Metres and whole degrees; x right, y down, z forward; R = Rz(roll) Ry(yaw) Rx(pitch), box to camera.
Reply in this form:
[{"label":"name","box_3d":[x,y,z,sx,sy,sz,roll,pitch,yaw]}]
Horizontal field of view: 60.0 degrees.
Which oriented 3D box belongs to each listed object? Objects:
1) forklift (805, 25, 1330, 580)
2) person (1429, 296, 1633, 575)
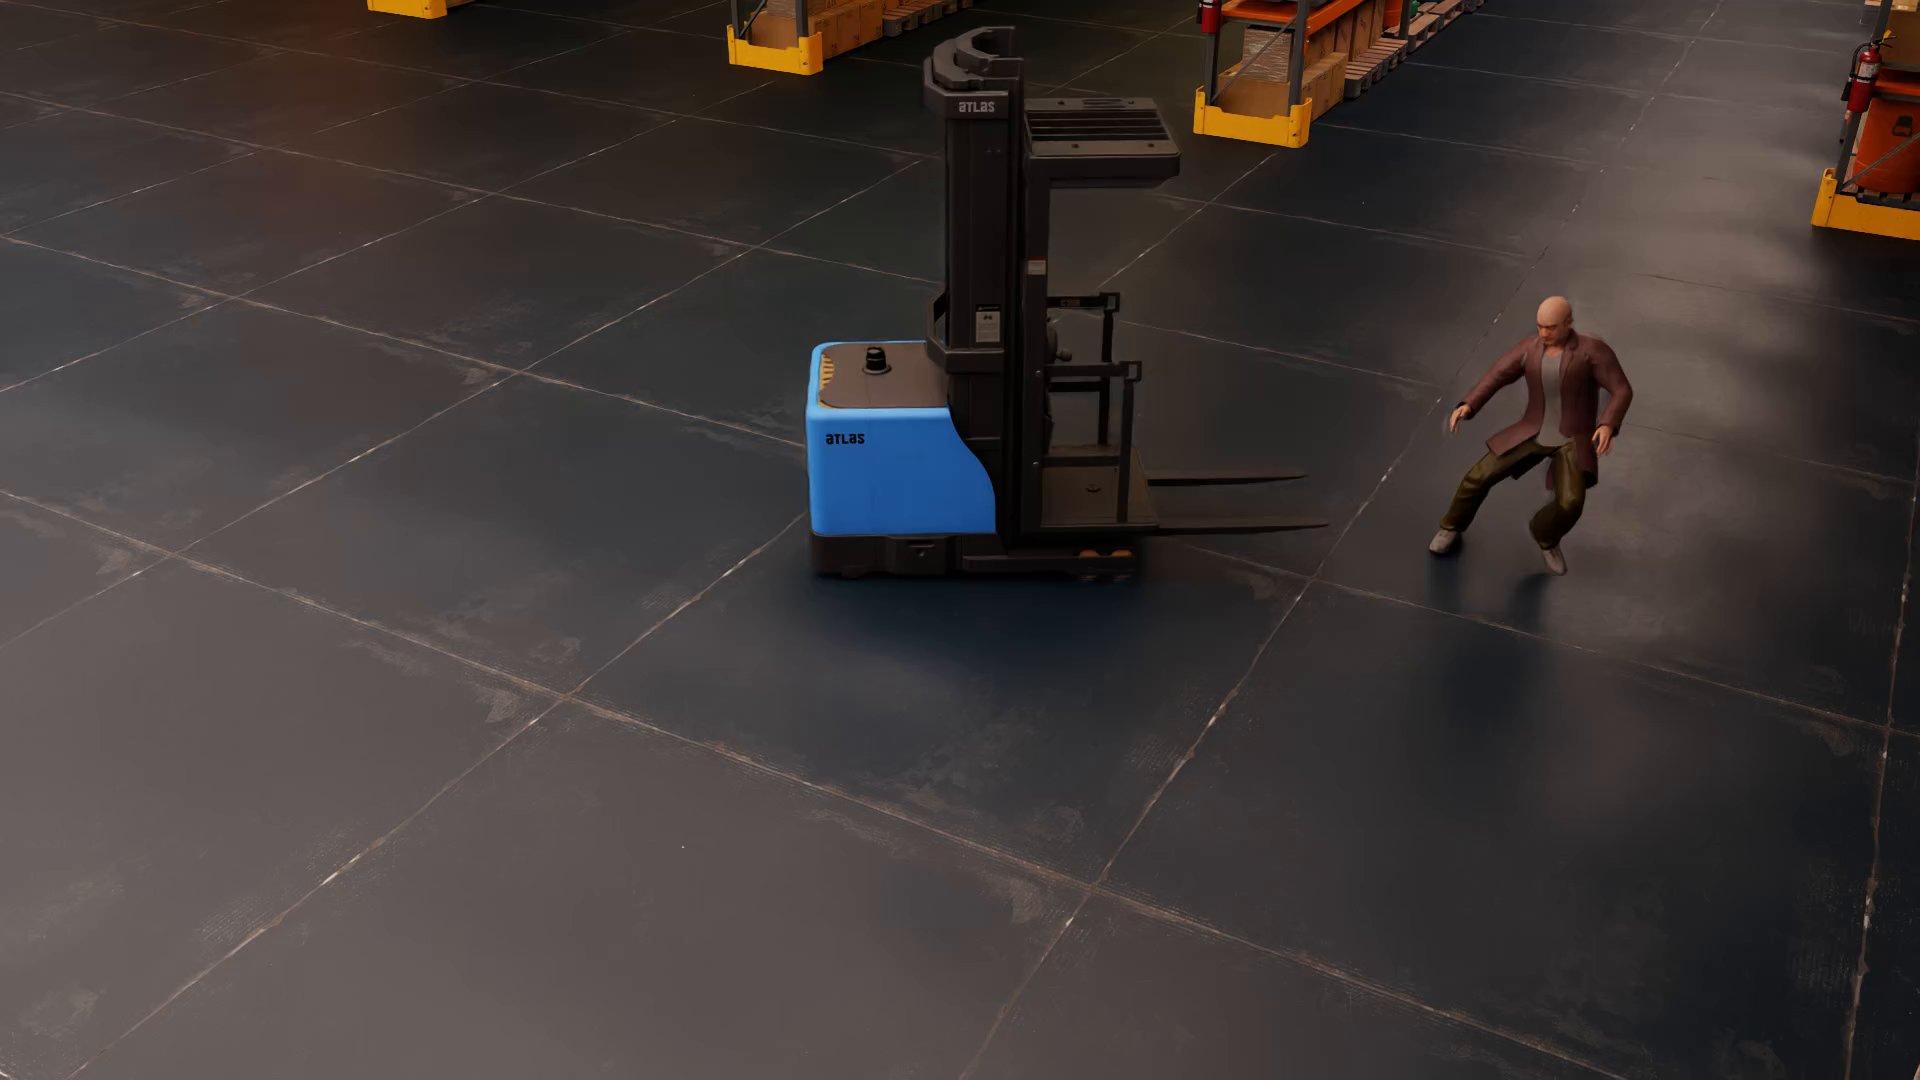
[{"label":"forklift","box_3d":[0.636,-1.307,9.336,3.031,2.935,1.130,-1,30,-2]},{"label":"person","box_3d":[3.241,-0.557,9.377,0.922,1.584,0.763,24,37,35]}]
